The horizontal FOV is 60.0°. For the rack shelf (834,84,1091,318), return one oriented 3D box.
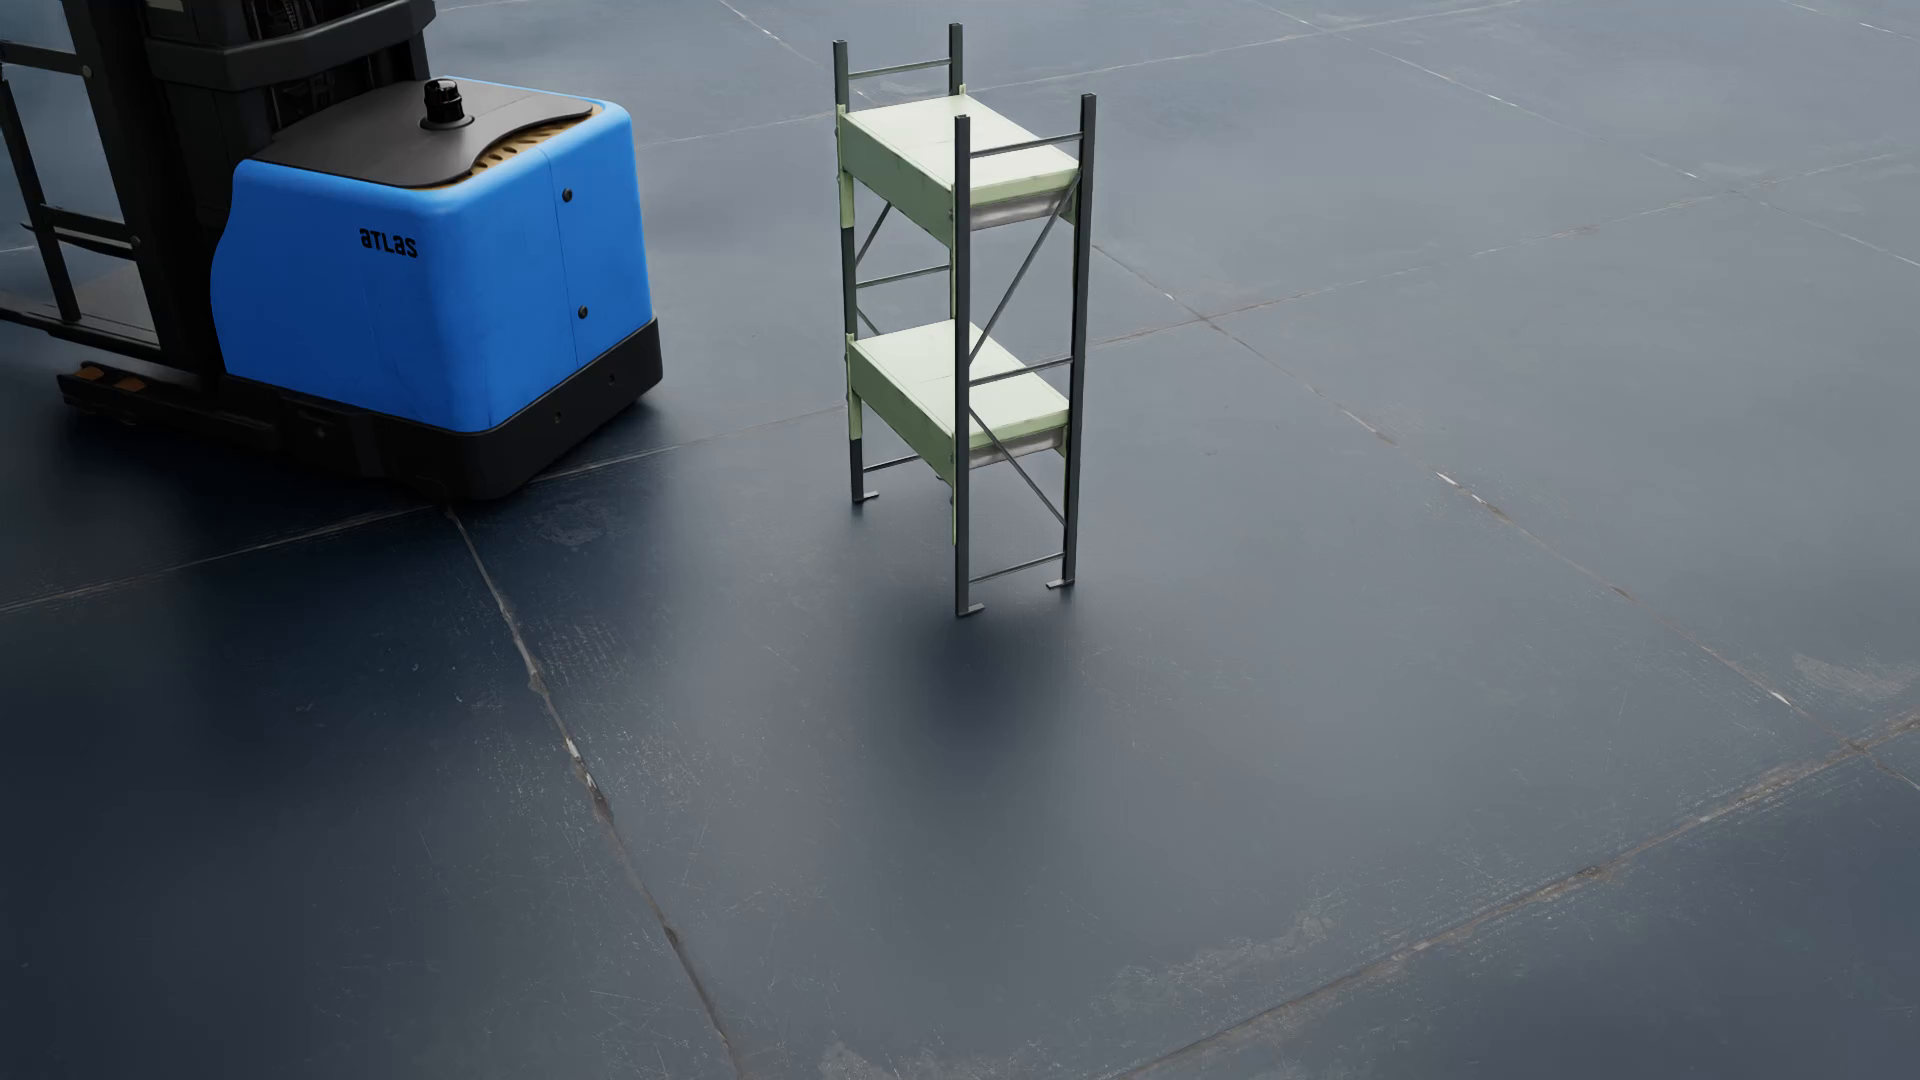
[{"bbox_3d":[-0.003,-0.963,4.640,0.431,0.370,0.720,-16,36,-23],"label":"rack shelf"}]

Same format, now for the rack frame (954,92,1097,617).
[{"bbox_3d":[0.168,-0.460,4.578,0.400,1.500,0.023,-16,36,-23],"label":"rack frame"}]

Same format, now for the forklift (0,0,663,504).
[{"bbox_3d":[-2.638,-1.881,5.468,3.031,2.935,1.130,14,35,21],"label":"forklift"}]

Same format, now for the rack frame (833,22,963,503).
[{"bbox_3d":[-0.174,-0.809,5.123,0.400,1.500,0.023,-16,36,-23],"label":"rack frame"}]

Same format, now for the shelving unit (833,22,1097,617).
[{"bbox_3d":[-0.003,-0.635,4.850,0.431,1.500,0.755,-16,36,-23],"label":"shelving unit"}]

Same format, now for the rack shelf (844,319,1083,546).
[{"bbox_3d":[-0.003,-0.360,5.026,0.431,0.370,0.720,-16,36,-23],"label":"rack shelf"}]
